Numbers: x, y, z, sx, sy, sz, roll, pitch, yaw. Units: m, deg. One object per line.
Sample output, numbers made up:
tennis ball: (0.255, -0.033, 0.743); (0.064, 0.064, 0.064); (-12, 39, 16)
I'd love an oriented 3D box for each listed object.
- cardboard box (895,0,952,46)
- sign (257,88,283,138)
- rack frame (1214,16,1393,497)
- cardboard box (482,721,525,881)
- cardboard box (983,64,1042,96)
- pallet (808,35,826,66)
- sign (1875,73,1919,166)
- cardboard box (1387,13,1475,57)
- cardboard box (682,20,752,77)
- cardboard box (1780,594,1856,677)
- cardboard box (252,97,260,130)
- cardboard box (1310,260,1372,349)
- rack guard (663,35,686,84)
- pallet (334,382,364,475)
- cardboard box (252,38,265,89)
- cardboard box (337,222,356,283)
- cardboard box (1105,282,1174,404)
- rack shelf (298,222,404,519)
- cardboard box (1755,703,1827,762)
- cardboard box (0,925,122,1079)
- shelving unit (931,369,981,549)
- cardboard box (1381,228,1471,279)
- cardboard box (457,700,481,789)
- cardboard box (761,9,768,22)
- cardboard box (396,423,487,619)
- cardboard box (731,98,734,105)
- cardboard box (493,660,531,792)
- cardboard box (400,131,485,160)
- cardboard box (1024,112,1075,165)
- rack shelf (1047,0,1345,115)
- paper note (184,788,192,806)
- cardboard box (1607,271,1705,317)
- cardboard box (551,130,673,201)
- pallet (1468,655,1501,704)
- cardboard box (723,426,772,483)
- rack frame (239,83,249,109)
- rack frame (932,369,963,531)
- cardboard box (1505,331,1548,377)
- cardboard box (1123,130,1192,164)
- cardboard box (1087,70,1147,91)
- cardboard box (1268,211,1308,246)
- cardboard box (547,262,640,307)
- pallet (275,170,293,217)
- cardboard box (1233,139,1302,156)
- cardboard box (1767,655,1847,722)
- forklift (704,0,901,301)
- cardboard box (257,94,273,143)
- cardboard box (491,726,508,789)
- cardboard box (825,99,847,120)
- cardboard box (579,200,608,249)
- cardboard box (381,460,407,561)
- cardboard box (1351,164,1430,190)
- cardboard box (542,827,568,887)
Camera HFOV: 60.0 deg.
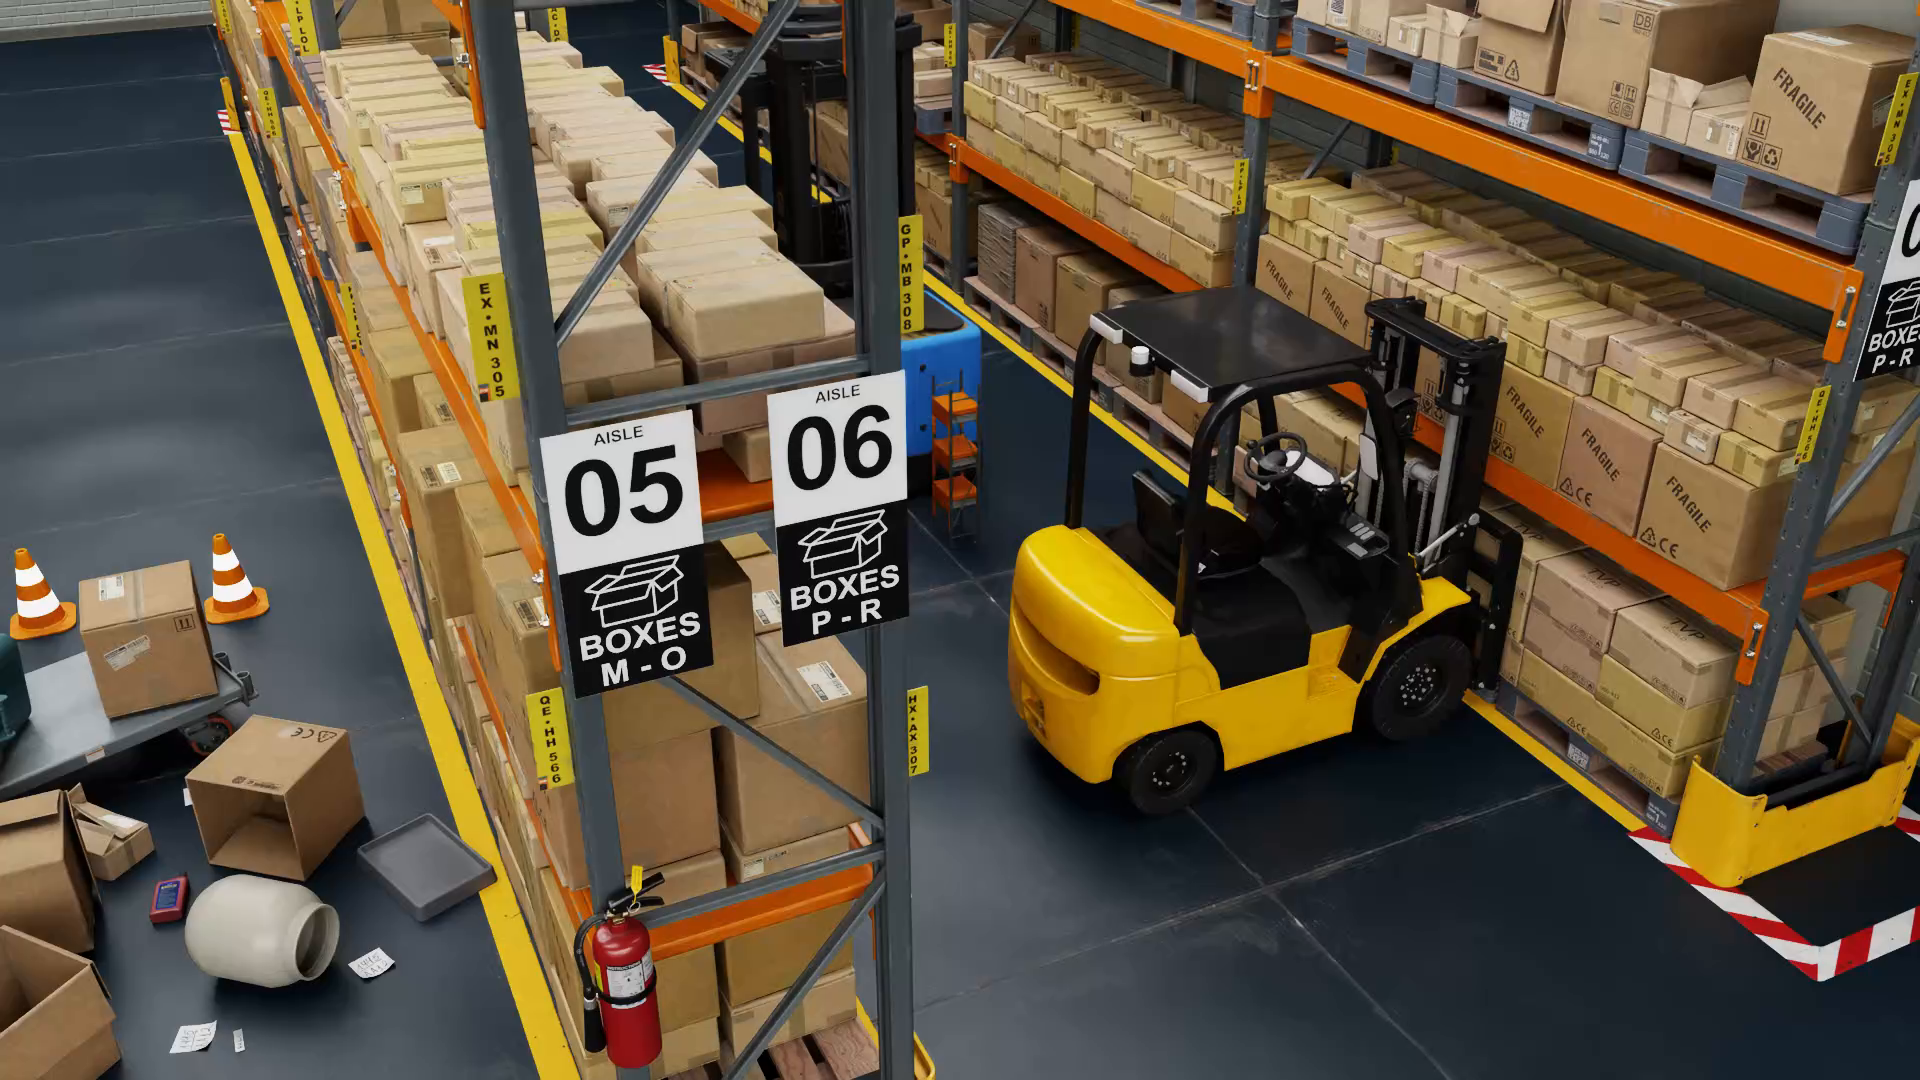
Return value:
cardboard box: (-0.456, -4.394, 14.457); (0.797, 0.503, 0.637); (-14, 32, -23)
sign: (-4.569, -2.827, 11.013); (0.100, 0.325, 0.005); (-13, 32, -22)
rack frame: (2.129, -1.716, 10.217); (1.000, 3.000, 0.127); (-13, 32, -22)
cardboard box: (-1.652, 1.030, 6.934); (0.500, 0.500, 0.500); (-14, 32, -23)
cardboard box: (0.399, -3.490, 12.614); (0.380, 0.149, 0.250); (-12, 32, -21)
pallet: (-1.061, -4.791, 15.896); (1.003, 0.211, 1.213); (-13, 32, -22)
sign: (3.350, -1.502, 5.943); (0.100, 0.325, 0.005); (-13, 32, -22)
cardboard box: (2.378, -2.541, 8.345); (0.380, 0.149, 0.250); (-12, 31, -21)
cardboard box: (-2.845, -5.822, 19.661); (0.797, 0.503, 0.637); (-14, 32, -24)
cardboard box: (3.811, 0.378, 7.841); (0.500, 0.250, 0.500); (-14, 32, -23)
cardboard box: (-5.407, -3.433, 13.432); (0.500, 0.250, 0.500); (-13, 32, -22)
cardboard box: (2.323, -1.283, 9.341); (0.500, 0.500, 0.500); (-13, 32, -21)
rack guard: (-2.990, -5.893, 20.222); (1.175, 0.500, 0.348); (-13, 32, -22)
pallet: (-3.735, -0.878, 11.572); (1.003, 0.211, 1.213); (-13, 32, -22)
cardboard box: (-4.755, -3.318, 11.948); (0.500, 0.500, 0.500); (-13, 32, -21)
cardboard box: (-2.972, -1.404, 8.824); (0.500, 0.500, 0.500); (-13, 32, -22)
cardboard box: (1.569, -1.436, 11.716); (0.875, 0.625, 0.625); (-13, 32, -22)
rack shelf: (-3.211, -1.242, 10.107); (1.077, 0.370, 4.000); (-13, 32, -22)
cardboard box: (3.812, 0.809, 8.096); (0.500, 0.250, 0.500); (-13, 32, -22)
cardboard box: (-3.676, 1.939, 6.251); (0.637, 0.503, 0.797); (13, 32, 21)
shelving unit: (-0.023, -0.482, 10.008); (0.215, 1.050, 0.252); (-13, 32, -22)
cardboard box: (2.463, -1.518, 8.794); (0.380, 0.149, 0.250); (-14, 32, -23)
cardboard box: (-2.103, 0.894, 7.943); (0.500, 0.250, 0.500); (-11, 31, -19)
cardboard box: (-1.802, -5.339, 16.934); (0.380, 0.149, 0.250); (-12, 32, -21)
cardboard box: (-1.574, -0.124, 5.948); (0.700, 0.500, 0.500); (-13, 32, -23)
cardboard box: (-0.387, -4.293, 14.219); (0.818, 3.161, 9.788); (-14, 32, -24)
cardboard box: (-1.328, 0.517, 5.828); (0.500, 0.500, 0.500); (-13, 32, -22)
cardboard box: (-1.770, -1.342, 5.924); (0.380, 0.149, 0.250); (-12, 32, -21)
cardboard box: (0.804, -2.932, 12.028); (0.500, 0.250, 0.500); (-14, 32, -23)
rack shelf: (1.271, -3.594, 11.235); (1.077, 0.370, 4.000); (-13, 32, -22)
paper note: (-3.666, 1.215, 8.025); (0.148, 0.019, 0.142); (-13, 32, -22)
cardboard box: (3.435, -1.196, 8.219); (0.380, 0.149, 0.250); (-14, 32, -23)
cardboard box: (-1.228, -1.331, 5.904); (0.380, 0.149, 0.250); (-12, 32, -21)
pallet: (2.960, 0.400, 9.294); (1.003, 0.211, 1.213); (-13, 32, -22)
cardboard box: (-0.484, -0.319, 4.915); (0.380, 0.149, 0.250); (-13, 32, -22)
rack frame: (-7.501, -5.974, 17.810); (0.949, 2.616, 0.053); (-13, 32, -22)
rack frame: (-0.075, -0.535, 10.104); (0.200, 1.050, 0.008); (-13, 32, -22)
cardboard box: (2.872, -0.932, 8.052); (0.380, 0.149, 0.250); (-13, 32, -22)
cardboard box: (1.309, -2.594, 11.016); (0.380, 0.149, 0.250); (-14, 32, -23)
cardboard box: (1.172, -3.396, 12.446); (0.380, 0.149, 0.250); (-14, 32, -23)
cardboard box: (2.029, -1.847, 9.684); (0.380, 0.149, 0.250); (-14, 32, -23)
cardboard box: (-1.123, -0.662, 4.711); (0.380, 0.149, 0.250); (-13, 32, -21)
pallet: (-6.042, -3.343, 15.968); (1.003, 0.211, 1.213); (-13, 32, -22)
cardboard box: (1.998, -2.483, 10.819); (0.380, 0.149, 0.250); (-13, 32, -22)
cardboard box: (3.832, 0.597, 7.962); (0.500, 0.250, 0.500); (-12, 32, -21)
forklift: (-0.974, -2.197, 11.143); (1.121, 2.935, 3.031); (-14, 32, -24)
cardboard box: (-4.968, -3.200, 12.506); (0.500, 0.250, 0.500); (-14, 32, -23)
cardboard box: (-1.649, 0.825, 6.637); (0.380, 0.149, 0.250); (-12, 31, -20)
cardboard box: (-1.082, -4.195, 16.100); (0.380, 0.149, 0.250); (-15, 33, -25)
cardboard box: (-1.062, -1.004, 5.729); (0.500, 0.250, 0.500); (-12, 31, -21)
cardboard box: (-2.891, -0.258, 9.873); (0.950, 0.372, 0.625); (-11, 31, -19)
cardboard box: (2.539, -2.095, 9.823); (0.380, 0.149, 0.250); (-13, 32, -22)
cardboard box: (-1.198, 0.995, 5.638); (0.380, 0.149, 0.250); (-13, 32, -23)
